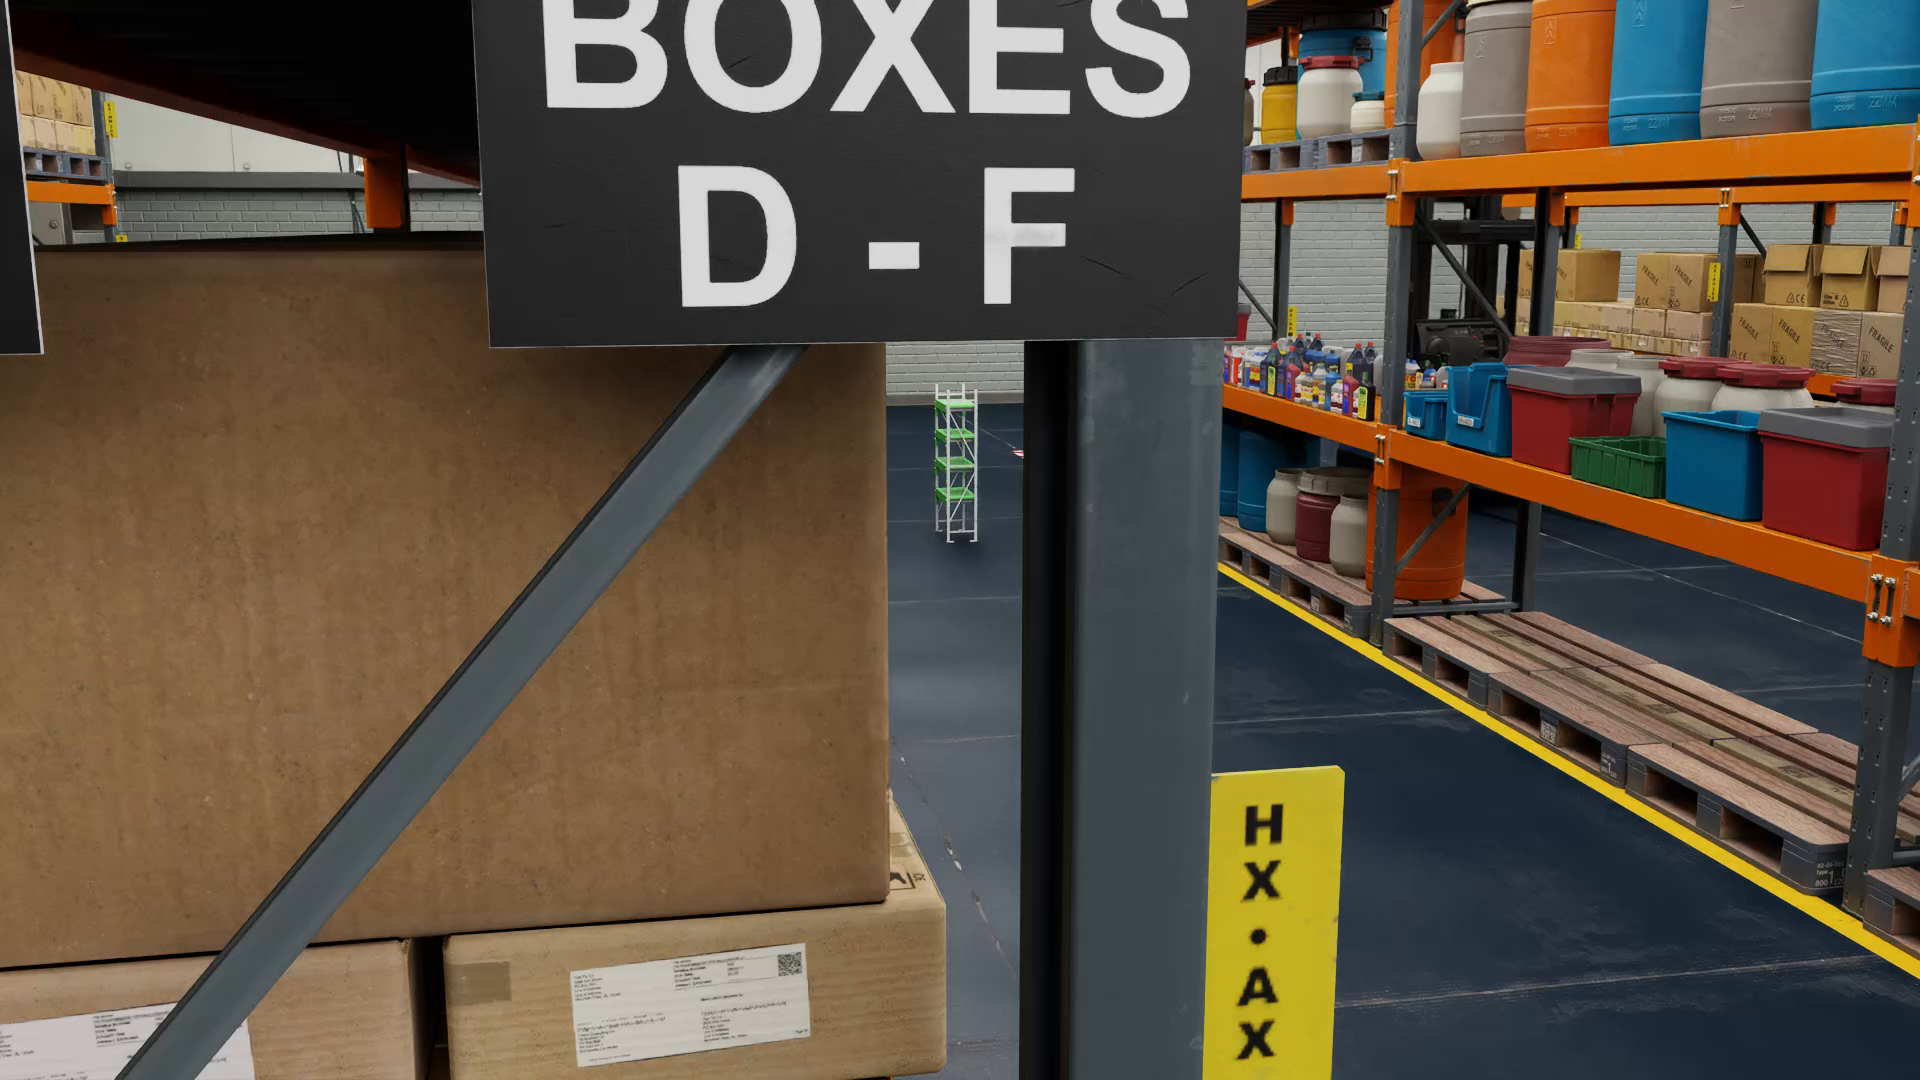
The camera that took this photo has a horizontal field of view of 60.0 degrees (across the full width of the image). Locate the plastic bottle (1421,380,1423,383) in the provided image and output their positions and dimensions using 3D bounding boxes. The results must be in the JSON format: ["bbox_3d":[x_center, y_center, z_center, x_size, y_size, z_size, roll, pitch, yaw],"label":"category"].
[{"bbox_3d":[3.069,-0.986,10.885,0.097,0.201,0.097,0,11,0],"label":"plastic bottle"}]

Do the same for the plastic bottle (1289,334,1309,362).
[{"bbox_3d":[2.564,-1.374,12.527,0.144,0.351,0.185,-2,11,-11],"label":"plastic bottle"}]

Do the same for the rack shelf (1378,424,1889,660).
[{"bbox_3d":[3.337,-0.141,7.837,1.077,0.370,4.000,-2,11,-11],"label":"rack shelf"}]

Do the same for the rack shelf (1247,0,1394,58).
[{"bbox_3d":[2.559,-3.625,11.168,1.077,0.370,4.000,-2,11,-11],"label":"rack shelf"}]

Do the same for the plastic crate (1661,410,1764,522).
[{"bbox_3d":[3.206,-0.310,6.847,0.392,0.384,0.575,-2,11,-11],"label":"plastic crate"}]

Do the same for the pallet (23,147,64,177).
[{"bbox_3d":[-7.931,-3.038,13.350,1.003,0.211,1.213,-2,11,-11],"label":"pallet"}]

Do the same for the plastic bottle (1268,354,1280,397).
[{"bbox_3d":[2.167,-1.130,11.424,0.061,0.283,0.133,-2,11,-11],"label":"plastic bottle"}]

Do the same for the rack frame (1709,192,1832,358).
[{"bbox_3d":[7.028,-1.775,14.497,1.000,3.000,0.127,-2,11,-11],"label":"rack frame"}]

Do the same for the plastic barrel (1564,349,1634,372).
[{"bbox_3d":[3.357,-0.735,8.736,0.421,0.512,0.421,0,11,0],"label":"plastic barrel"}]

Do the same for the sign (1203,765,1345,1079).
[{"bbox_3d":[0.190,0.303,1.057,0.100,0.325,0.005,-2,11,-11],"label":"sign"}]

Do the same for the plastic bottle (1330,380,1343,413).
[{"bbox_3d":[2.382,-0.904,10.454,0.097,0.201,0.097,0,11,0],"label":"plastic bottle"}]

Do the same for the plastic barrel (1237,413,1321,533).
[{"bbox_3d":[2.397,-0.540,12.498,0.600,0.901,0.708,-2,11,-11],"label":"plastic barrel"}]

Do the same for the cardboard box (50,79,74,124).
[{"bbox_3d":[-7.829,-3.775,13.990,0.500,0.500,0.500,-2,11,-9],"label":"cardboard box"}]

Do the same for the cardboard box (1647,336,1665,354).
[{"bbox_3d":[6.548,-1.789,15.248,0.380,0.149,0.250,-2,11,-12],"label":"cardboard box"}]

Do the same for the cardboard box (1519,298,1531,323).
[{"bbox_3d":[6.186,-2.388,17.324,0.500,0.250,0.500,-2,11,-12],"label":"cardboard box"}]

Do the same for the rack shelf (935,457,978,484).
[{"bbox_3d":[-0.032,-0.557,13.256,0.258,0.148,0.480,-2,11,-11],"label":"rack shelf"}]

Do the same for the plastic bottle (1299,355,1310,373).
[{"bbox_3d":[2.334,-1.111,11.323,0.061,0.283,0.133,-2,11,-11],"label":"plastic bottle"}]

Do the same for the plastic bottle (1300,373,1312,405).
[{"bbox_3d":[2.288,-0.993,10.923,0.097,0.201,0.097,0,11,0],"label":"plastic bottle"}]

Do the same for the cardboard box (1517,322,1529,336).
[{"bbox_3d":[6.097,-2.214,17.477,0.380,0.149,0.250,-2,11,-12],"label":"cardboard box"}]

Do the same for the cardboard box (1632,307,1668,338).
[{"bbox_3d":[6.582,-2.013,15.357,0.500,0.250,0.500,-2,11,-9],"label":"cardboard box"}]

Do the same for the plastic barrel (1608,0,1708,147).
[{"bbox_3d":[3.160,-2.172,7.224,0.600,0.901,0.708,-2,11,-11],"label":"plastic barrel"}]

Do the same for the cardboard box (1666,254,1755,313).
[{"bbox_3d":[6.677,-2.290,14.805,0.500,0.500,0.500,-2,11,-9],"label":"cardboard box"}]

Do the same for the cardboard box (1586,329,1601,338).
[{"bbox_3d":[6.349,-1.978,16.236,0.380,0.149,0.250,-2,11,-10],"label":"cardboard box"}]

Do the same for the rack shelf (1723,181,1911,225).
[{"bbox_3d":[7.417,-2.528,12.357,1.077,0.370,4.000,-2,11,-11],"label":"rack shelf"}]

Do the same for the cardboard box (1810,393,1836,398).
[{"bbox_3d":[7.172,-0.820,14.044,1.225,0.875,0.875,-2,11,-11],"label":"cardboard box"}]

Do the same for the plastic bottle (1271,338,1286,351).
[{"bbox_3d":[2.564,-1.473,13.245,0.152,0.276,0.135,-2,11,-11],"label":"plastic bottle"}]

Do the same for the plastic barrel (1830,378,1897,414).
[{"bbox_3d":[3.755,-0.377,6.793,0.433,0.535,0.433,0,11,0],"label":"plastic barrel"}]

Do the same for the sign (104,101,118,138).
[{"bbox_3d":[-7.791,-3.855,15.247,0.100,0.325,0.005,-2,11,-11],"label":"sign"}]

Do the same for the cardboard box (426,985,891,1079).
[{"bbox_3d":[-0.434,0.651,1.488,0.700,0.500,0.500,-2,11,-11],"label":"cardboard box"}]

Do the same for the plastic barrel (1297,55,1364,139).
[{"bbox_3d":[2.455,-2.927,11.044,0.433,0.535,0.433,0,11,0],"label":"plastic barrel"}]

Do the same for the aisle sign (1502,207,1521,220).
[{"bbox_3d":[5.942,-3.788,18.121,0.394,0.787,0.004,-2,11,-11],"label":"aisle sign"}]

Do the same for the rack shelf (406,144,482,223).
[{"bbox_3d":[-1.523,-1.435,6.613,1.077,0.370,4.000,-2,11,-11],"label":"rack shelf"}]

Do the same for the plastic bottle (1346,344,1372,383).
[{"bbox_3d":[2.761,-1.181,11.512,0.144,0.351,0.185,-2,11,-11],"label":"plastic bottle"}]

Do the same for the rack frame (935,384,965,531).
[{"bbox_3d":[-0.080,-0.665,13.479,0.240,1.200,0.015,-2,11,-11],"label":"rack frame"}]

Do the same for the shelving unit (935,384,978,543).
[{"bbox_3d":[-0.032,-0.620,13.244,0.258,1.200,0.503,-2,11,-11],"label":"shelving unit"}]

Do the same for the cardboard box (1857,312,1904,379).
[{"bbox_3d":[7.174,-1.452,12.534,0.500,0.500,0.500,-2,11,-10],"label":"cardboard box"}]

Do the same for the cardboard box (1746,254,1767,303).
[{"bbox_3d":[7.186,-2.313,14.924,0.500,0.500,0.500,-2,11,-11],"label":"cardboard box"}]

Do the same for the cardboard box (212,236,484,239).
[{"bbox_3d":[-0.651,-0.185,2.409,0.700,0.500,0.500,-2,11,-11],"label":"cardboard box"}]

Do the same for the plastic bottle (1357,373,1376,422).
[{"bbox_3d":[2.451,-0.862,10.016,0.061,0.283,0.133,-2,11,-11],"label":"plastic bottle"}]

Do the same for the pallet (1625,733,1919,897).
[{"bbox_3d":[3.535,1.100,6.852,1.003,0.211,1.213,-2,11,-11],"label":"pallet"}]

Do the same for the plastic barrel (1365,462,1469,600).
[{"bbox_3d":[2.836,-0.090,10.328,0.600,0.830,0.708,-2,11,-11],"label":"plastic barrel"}]

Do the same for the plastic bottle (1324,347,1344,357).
[{"bbox_3d":[2.759,-1.289,12.277,0.152,0.276,0.135,-2,11,-11],"label":"plastic bottle"}]

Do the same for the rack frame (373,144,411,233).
[{"bbox_3d":[-1.134,0.052,4.899,1.000,3.000,0.127,-2,11,-11],"label":"rack frame"}]

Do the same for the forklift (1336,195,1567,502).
[{"bbox_3d":[4.609,-1.801,14.822,1.130,2.935,3.031,-3,11,-17],"label":"forklift"}]

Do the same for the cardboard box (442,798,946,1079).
[{"bbox_3d":[-0.221,0.338,1.394,0.380,0.149,0.250,-2,11,-11],"label":"cardboard box"}]

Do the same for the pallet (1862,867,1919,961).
[{"bbox_3d":[3.816,1.367,5.448,1.003,0.211,1.213,-2,11,-11],"label":"pallet"}]

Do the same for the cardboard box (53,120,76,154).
[{"bbox_3d":[-7.821,-3.403,14.041,0.500,0.250,0.500,-3,11,-13],"label":"cardboard box"}]

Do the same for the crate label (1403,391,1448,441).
[{"bbox_3d":[2.662,-0.688,9.235,0.303,0.233,0.416,-2,11,-11],"label":"crate label"}]

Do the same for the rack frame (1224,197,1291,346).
[{"bbox_3d":[2.170,-1.594,13.551,1.000,3.000,0.127,-2,11,-11],"label":"rack frame"}]

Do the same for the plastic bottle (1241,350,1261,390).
[{"bbox_3d":[2.111,-1.222,11.928,0.152,0.276,0.135,-2,11,-11],"label":"plastic bottle"}]
